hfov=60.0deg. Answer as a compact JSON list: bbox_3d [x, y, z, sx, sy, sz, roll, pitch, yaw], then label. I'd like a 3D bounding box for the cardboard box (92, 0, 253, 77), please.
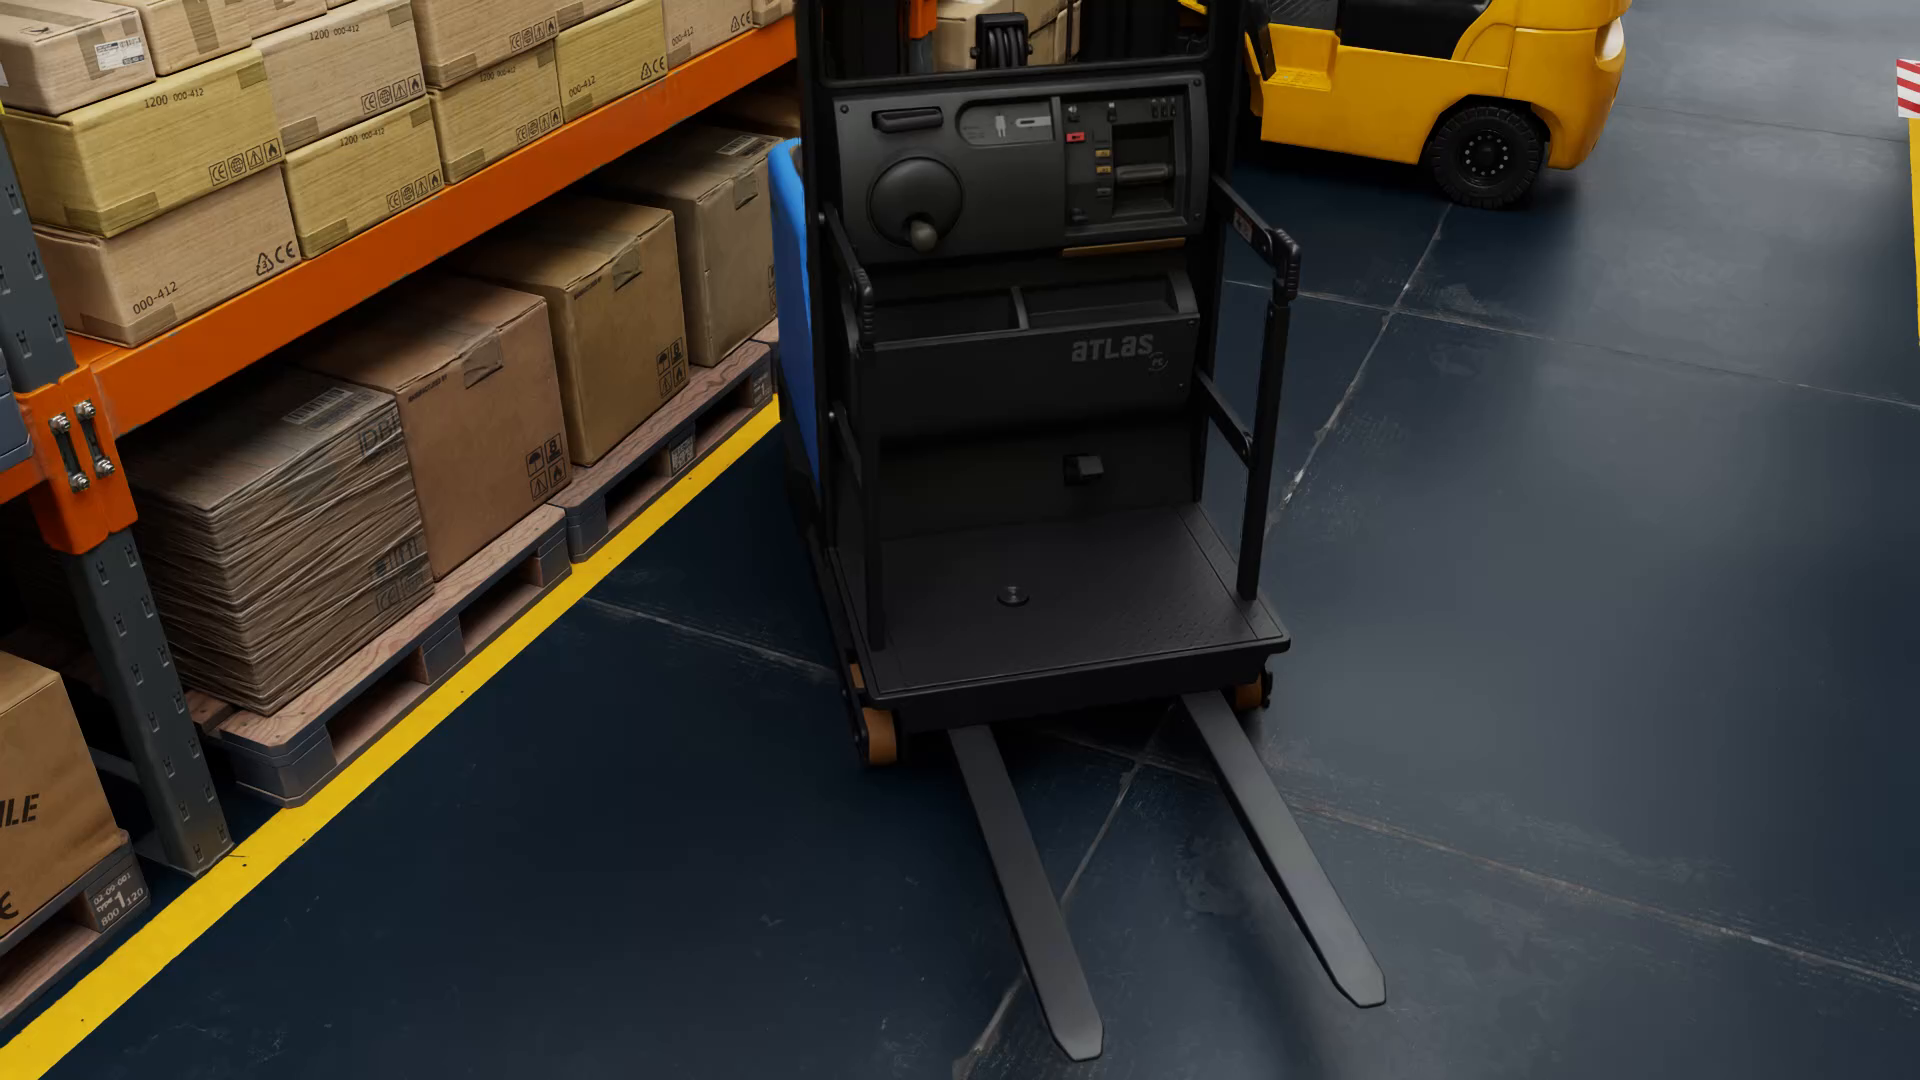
[{"bbox_3d":[-1.751,-1.118,3.536,0.380,0.149,0.250,15,36,22],"label":"cardboard box"}]

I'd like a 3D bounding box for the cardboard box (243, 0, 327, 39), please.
[{"bbox_3d":[-1.667,-1.252,3.741,0.380,0.149,0.250,15,36,22],"label":"cardboard box"}]

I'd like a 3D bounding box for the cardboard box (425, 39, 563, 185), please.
[{"bbox_3d":[-1.431,-1.190,4.466,0.500,0.250,0.500,13,35,19],"label":"cardboard box"}]

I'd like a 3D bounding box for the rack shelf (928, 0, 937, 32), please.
[{"bbox_3d":[0.248,-3.268,8.154,1.077,0.370,4.000,14,36,20],"label":"rack shelf"}]

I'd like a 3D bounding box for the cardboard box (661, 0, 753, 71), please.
[{"bbox_3d":[-1.003,-1.707,5.254,0.500,0.250,0.500,14,36,21],"label":"cardboard box"}]

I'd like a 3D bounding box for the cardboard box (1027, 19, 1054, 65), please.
[{"bbox_3d":[0.103,-2.229,7.582,0.500,0.250,0.500,14,36,20],"label":"cardboard box"}]

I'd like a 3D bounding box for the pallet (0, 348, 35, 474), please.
[{"bbox_3d":[-2.482,-0.146,2.913,1.213,0.211,1.003,14,36,20],"label":"pallet"}]

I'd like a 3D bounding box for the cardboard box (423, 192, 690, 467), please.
[{"bbox_3d":[-1.441,-0.733,5.415,0.875,0.625,0.625,13,35,19],"label":"cardboard box"}]

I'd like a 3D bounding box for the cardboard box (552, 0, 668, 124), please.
[{"bbox_3d":[-1.212,-1.448,4.859,0.500,0.250,0.500,15,36,22],"label":"cardboard box"}]

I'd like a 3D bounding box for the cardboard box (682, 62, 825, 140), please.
[{"bbox_3d":[-0.797,-1.493,6.573,0.875,0.625,0.625,16,36,23],"label":"cardboard box"}]

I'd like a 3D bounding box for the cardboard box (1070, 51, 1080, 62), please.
[{"bbox_3d":[0.314,-2.279,8.115,0.500,0.250,0.500,15,36,21],"label":"cardboard box"}]

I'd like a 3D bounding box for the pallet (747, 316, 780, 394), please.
[{"bbox_3d":[-0.862,-1.030,6.629,1.003,0.211,1.213,14,36,20],"label":"pallet"}]

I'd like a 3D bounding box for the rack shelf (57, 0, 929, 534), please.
[{"bbox_3d":[-1.426,-1.276,5.116,1.077,0.370,4.000,14,36,20],"label":"rack shelf"}]

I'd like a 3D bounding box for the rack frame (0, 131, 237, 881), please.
[{"bbox_3d":[-2.262,-0.580,3.399,1.000,3.000,0.127,14,36,20],"label":"rack frame"}]

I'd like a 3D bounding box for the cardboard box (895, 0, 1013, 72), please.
[{"bbox_3d":[-0.101,-2.185,7.060,0.500,0.250,0.500,14,36,20],"label":"cardboard box"}]

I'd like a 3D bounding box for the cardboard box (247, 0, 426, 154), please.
[{"bbox_3d":[-1.644,-1.141,3.935,0.500,0.250,0.500,15,36,22],"label":"cardboard box"}]

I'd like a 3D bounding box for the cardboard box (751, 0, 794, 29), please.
[{"bbox_3d":[-0.767,-1.947,5.621,0.500,0.250,0.500,14,36,20],"label":"cardboard box"}]

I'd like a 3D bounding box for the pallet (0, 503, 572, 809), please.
[{"bbox_3d":[-1.882,0.185,4.776,1.003,0.211,1.213,14,36,20],"label":"pallet"}]

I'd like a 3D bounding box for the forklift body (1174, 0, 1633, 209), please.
[{"bbox_3d":[1.948,-2.847,7.630,2.313,2.155,1.214,14,36,20],"label":"forklift body"}]

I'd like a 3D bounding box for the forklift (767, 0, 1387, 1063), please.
[{"bbox_3d":[0.210,-0.861,3.891,1.130,2.935,3.031,-7,34,-11],"label":"forklift"}]

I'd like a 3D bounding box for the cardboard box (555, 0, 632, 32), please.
[{"bbox_3d":[-1.218,-1.657,4.723,0.500,0.250,0.500,15,36,21],"label":"cardboard box"}]

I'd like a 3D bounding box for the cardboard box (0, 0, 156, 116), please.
[{"bbox_3d":[-1.861,-0.985,3.333,0.380,0.149,0.250,15,36,22],"label":"cardboard box"}]

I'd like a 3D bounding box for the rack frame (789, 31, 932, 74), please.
[{"bbox_3d":[-0.589,-2.572,6.438,1.000,3.000,0.127,14,36,20],"label":"rack frame"}]

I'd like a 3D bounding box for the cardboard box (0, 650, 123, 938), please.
[{"bbox_3d":[-2.244,0.549,3.573,0.500,0.500,0.500,15,36,22],"label":"cardboard box"}]

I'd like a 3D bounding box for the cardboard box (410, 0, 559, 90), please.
[{"bbox_3d":[-1.409,-1.397,4.326,0.500,0.250,0.500,13,36,19],"label":"cardboard box"}]

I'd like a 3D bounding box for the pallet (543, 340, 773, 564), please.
[{"bbox_3d":[-1.371,-0.421,5.699,1.003,0.211,1.213,14,36,20],"label":"pallet"}]

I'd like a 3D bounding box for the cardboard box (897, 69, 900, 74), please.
[{"bbox_3d":[-0.106,-1.977,7.199,0.500,0.250,0.500,14,36,20],"label":"cardboard box"}]

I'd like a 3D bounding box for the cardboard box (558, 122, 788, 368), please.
[{"bbox_3d":[-1.129,-1.108,5.987,0.875,0.625,0.625,14,36,20],"label":"cardboard box"}]

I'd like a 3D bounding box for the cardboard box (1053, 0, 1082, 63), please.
[{"bbox_3d":[0.324,-2.476,7.960,0.500,0.250,0.500,14,36,20],"label":"cardboard box"}]

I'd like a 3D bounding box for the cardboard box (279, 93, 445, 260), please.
[{"bbox_3d":[-1.640,-0.932,4.072,0.500,0.250,0.500,13,36,19],"label":"cardboard box"}]

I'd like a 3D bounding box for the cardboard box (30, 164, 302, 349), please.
[{"bbox_3d":[-1.855,-0.682,3.692,0.500,0.250,0.500,14,36,21],"label":"cardboard box"}]

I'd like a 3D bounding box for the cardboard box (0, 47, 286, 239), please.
[{"bbox_3d":[-1.832,-0.886,3.546,0.500,0.250,0.500,14,36,20],"label":"cardboard box"}]

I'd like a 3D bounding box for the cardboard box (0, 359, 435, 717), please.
[{"bbox_3d":[-1.989,-0.070,4.404,0.875,0.625,0.625,15,36,22],"label":"cardboard box"}]

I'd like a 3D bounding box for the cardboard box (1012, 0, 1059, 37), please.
[{"bbox_3d":[0.122,-2.438,7.445,0.500,0.250,0.500,14,36,21],"label":"cardboard box"}]

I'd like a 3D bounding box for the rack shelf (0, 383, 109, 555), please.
[{"bbox_3d":[-3.099,0.717,2.078,1.077,0.370,4.000,14,36,20],"label":"rack shelf"}]

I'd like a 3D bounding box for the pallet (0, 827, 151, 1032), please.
[{"bbox_3d":[-2.609,0.949,3.610,1.003,0.211,1.213,14,36,20],"label":"pallet"}]

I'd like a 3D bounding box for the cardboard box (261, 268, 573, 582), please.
[{"bbox_3d":[-1.723,-0.398,4.903,0.875,0.625,0.625,15,36,22],"label":"cardboard box"}]

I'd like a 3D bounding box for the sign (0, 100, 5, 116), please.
[{"bbox_3d":[-1.765,-0.912,2.921,0.100,0.325,0.005,14,36,20],"label":"sign"}]

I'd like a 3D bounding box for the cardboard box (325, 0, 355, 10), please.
[{"bbox_3d":[-1.569,-1.385,3.943,0.380,0.149,0.250,15,36,21],"label":"cardboard box"}]

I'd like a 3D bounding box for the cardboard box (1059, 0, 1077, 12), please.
[{"bbox_3d":[0.319,-2.688,7.827,0.500,0.250,0.500,15,36,22],"label":"cardboard box"}]
